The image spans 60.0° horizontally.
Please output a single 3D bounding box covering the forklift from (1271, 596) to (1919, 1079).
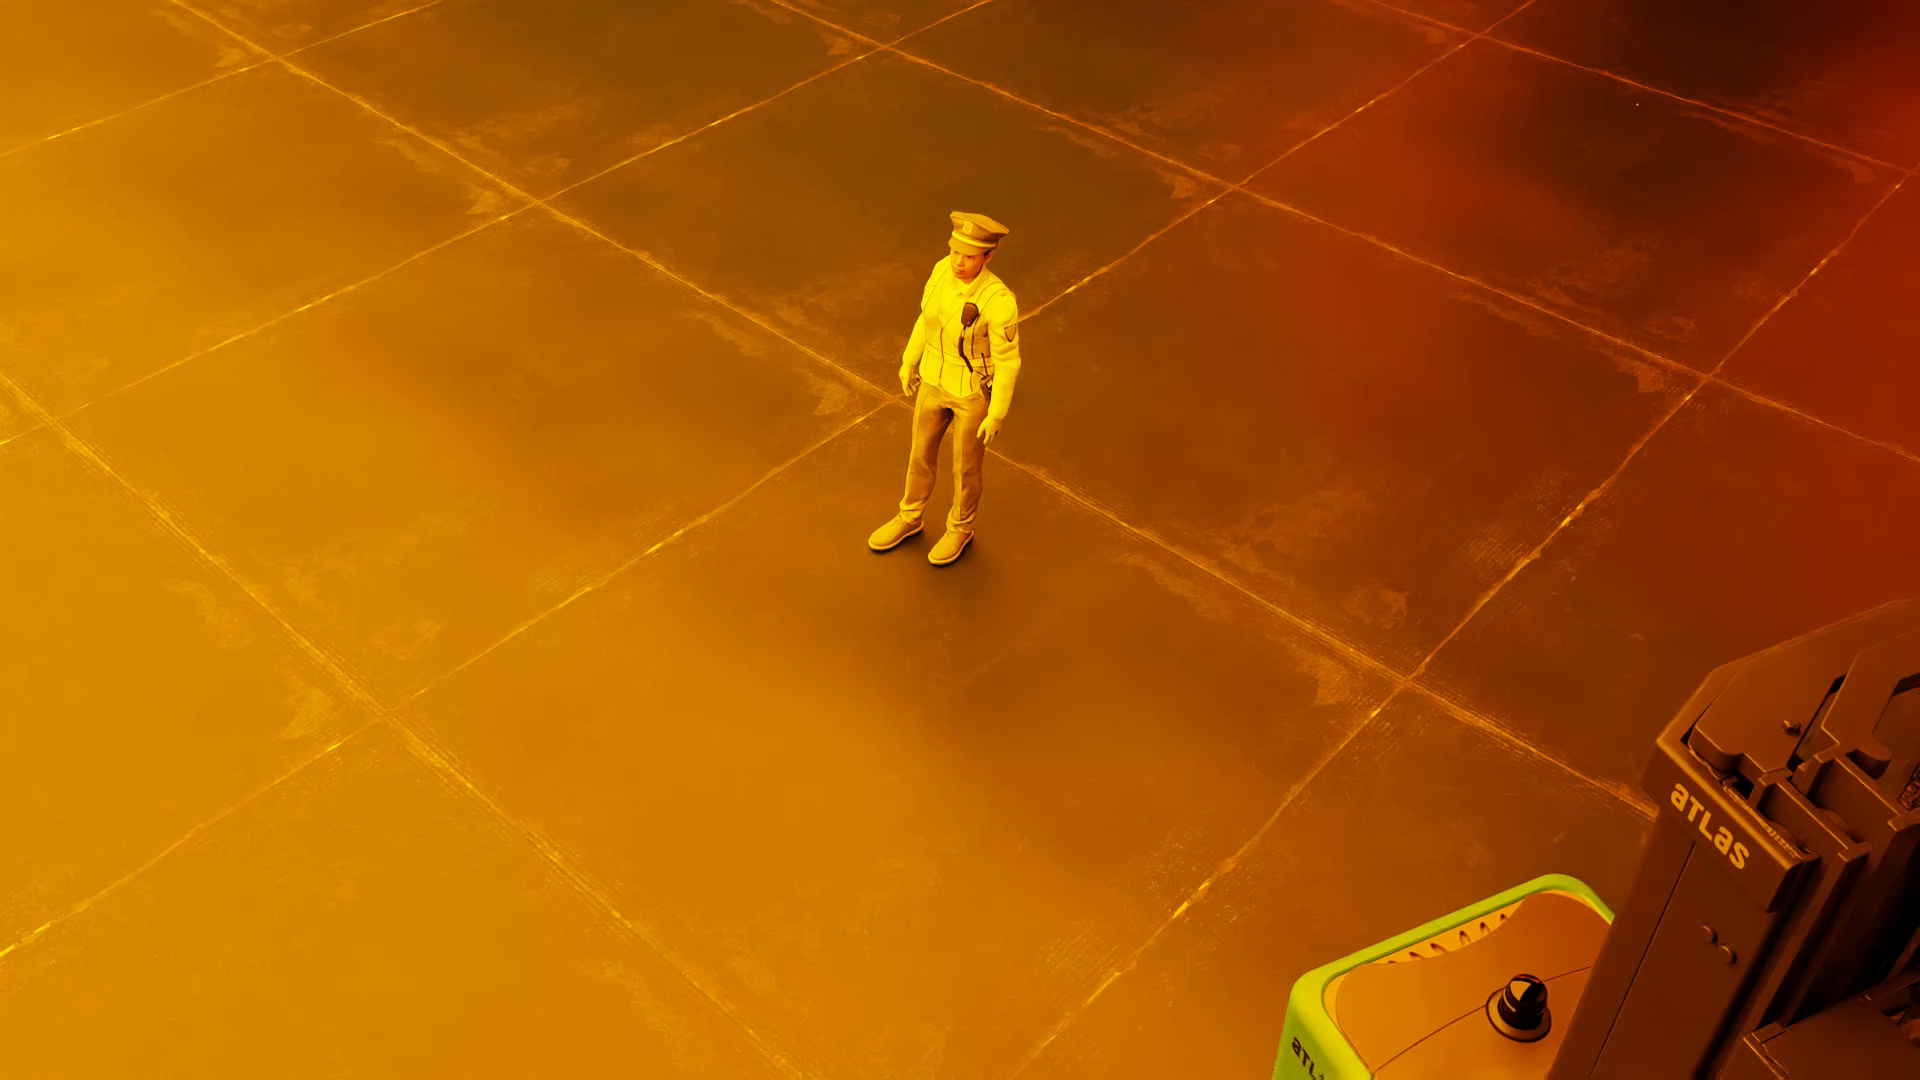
[{"bbox_3d":[1.965,1.671,3.480,1.130,2.935,3.031,-16,43,-18],"label":"forklift"}]

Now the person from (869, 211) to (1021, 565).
[{"bbox_3d":[-0.051,-0.619,7.088,0.588,1.695,0.531,31,49,31],"label":"person"}]
